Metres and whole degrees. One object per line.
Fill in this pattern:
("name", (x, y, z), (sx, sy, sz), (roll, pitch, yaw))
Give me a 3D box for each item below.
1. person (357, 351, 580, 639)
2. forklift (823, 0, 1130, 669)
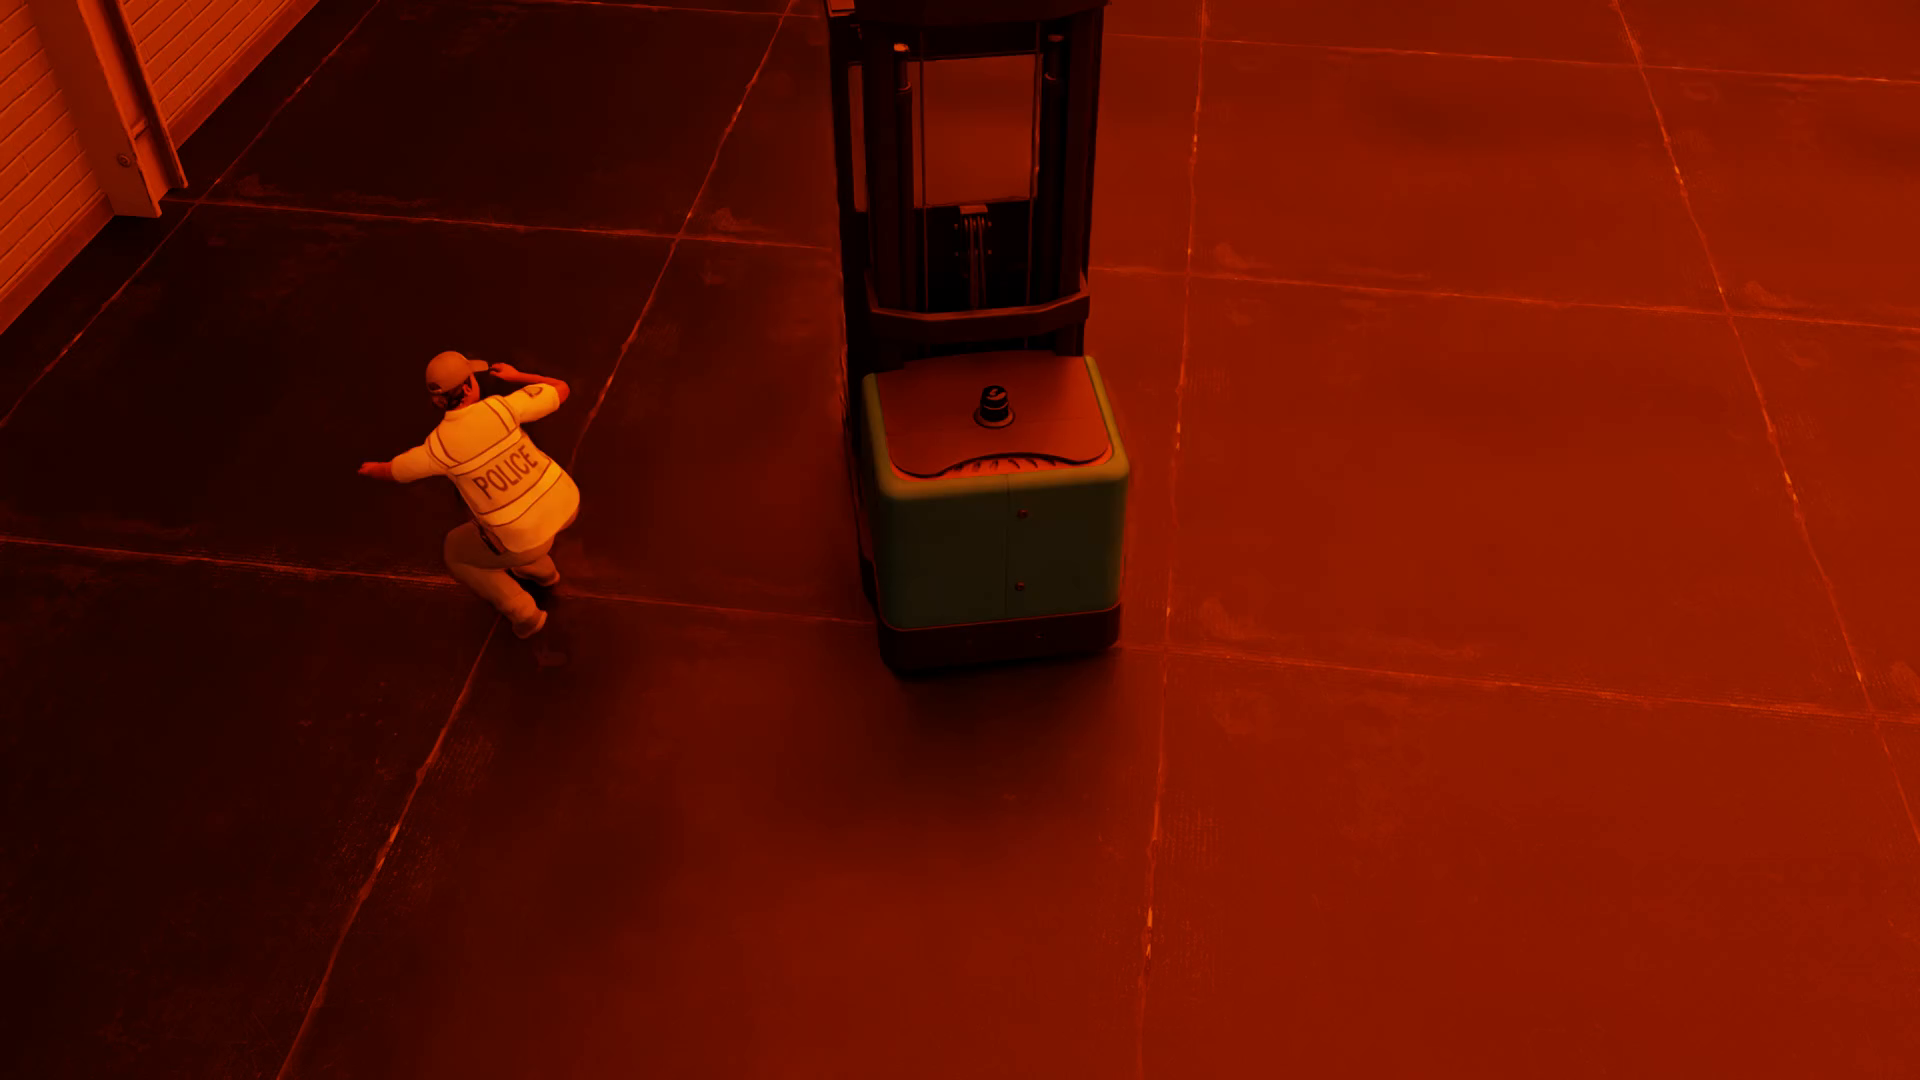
("person", (-2.047, -0.251, 7.148), (0.950, 1.398, 0.730), (25, 48, 25))
("forklift", (-0.010, -1.521, 7.380), (1.130, 2.935, 3.031), (-5, 43, -6))
